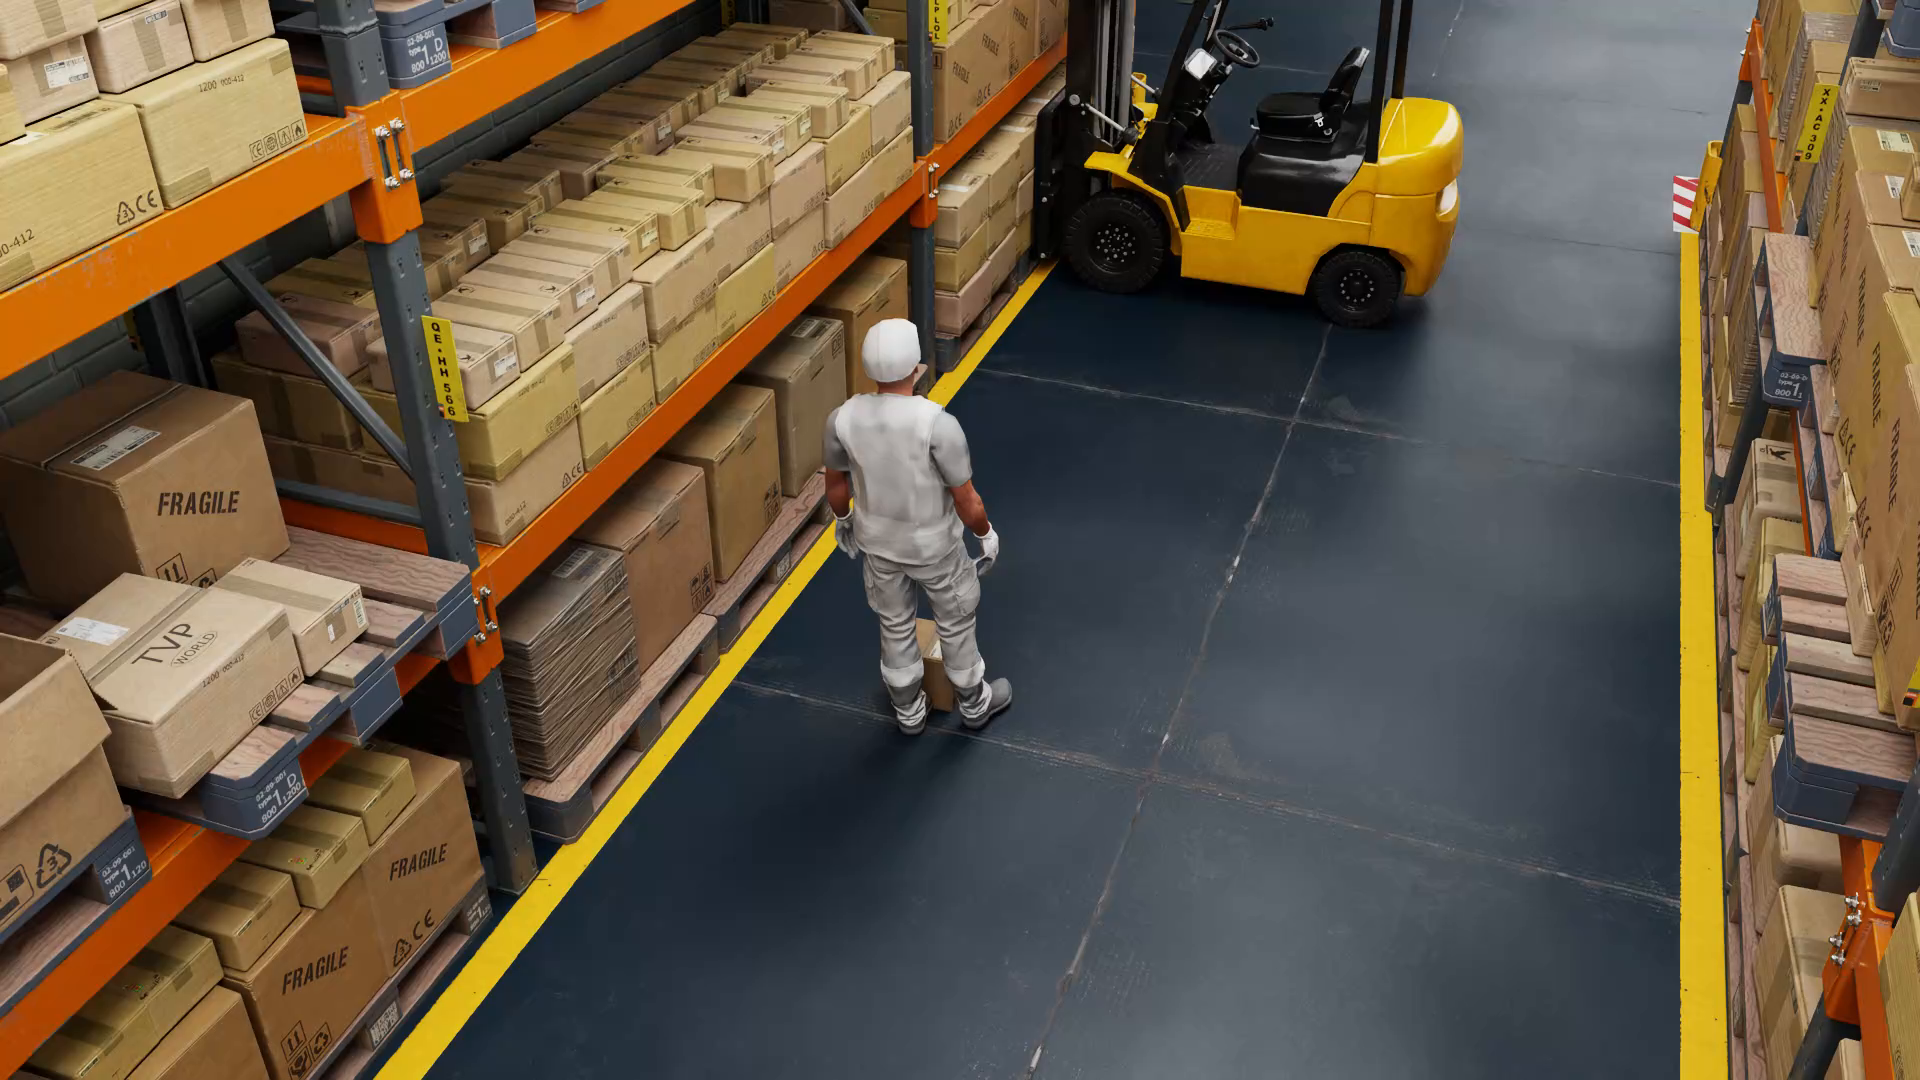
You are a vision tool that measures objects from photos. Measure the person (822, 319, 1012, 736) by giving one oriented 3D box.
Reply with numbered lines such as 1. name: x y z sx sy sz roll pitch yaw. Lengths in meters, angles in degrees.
1. person: -0.149 -0.045 6.170 0.638 1.790 0.559 11 35 17
